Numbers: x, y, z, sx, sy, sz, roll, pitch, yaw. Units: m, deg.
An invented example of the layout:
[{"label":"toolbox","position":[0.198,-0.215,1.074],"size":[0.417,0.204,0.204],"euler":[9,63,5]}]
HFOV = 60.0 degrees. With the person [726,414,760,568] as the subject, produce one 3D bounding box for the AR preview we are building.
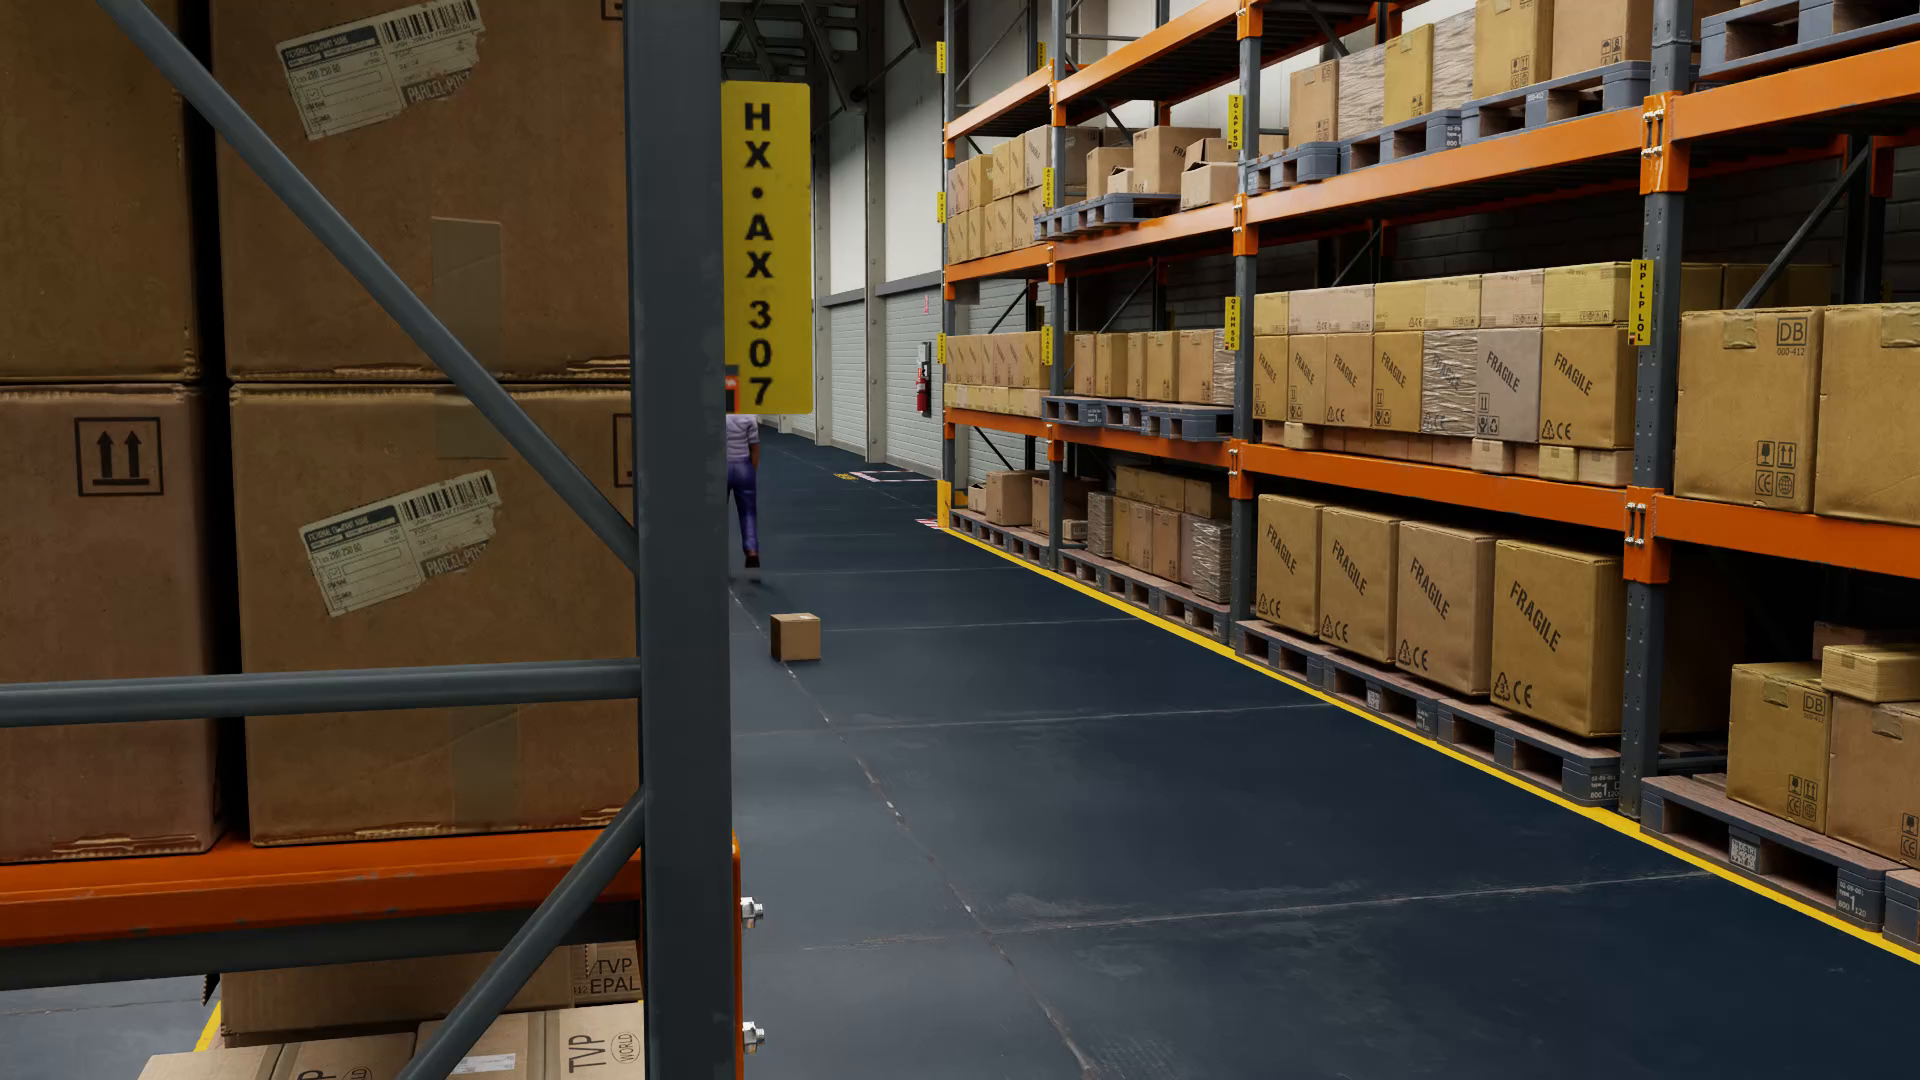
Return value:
[{"label":"person","position":[-1.913,-0.518,13.984],"size":[0.475,1.593,0.899],"euler":[-2,6,-16]}]
